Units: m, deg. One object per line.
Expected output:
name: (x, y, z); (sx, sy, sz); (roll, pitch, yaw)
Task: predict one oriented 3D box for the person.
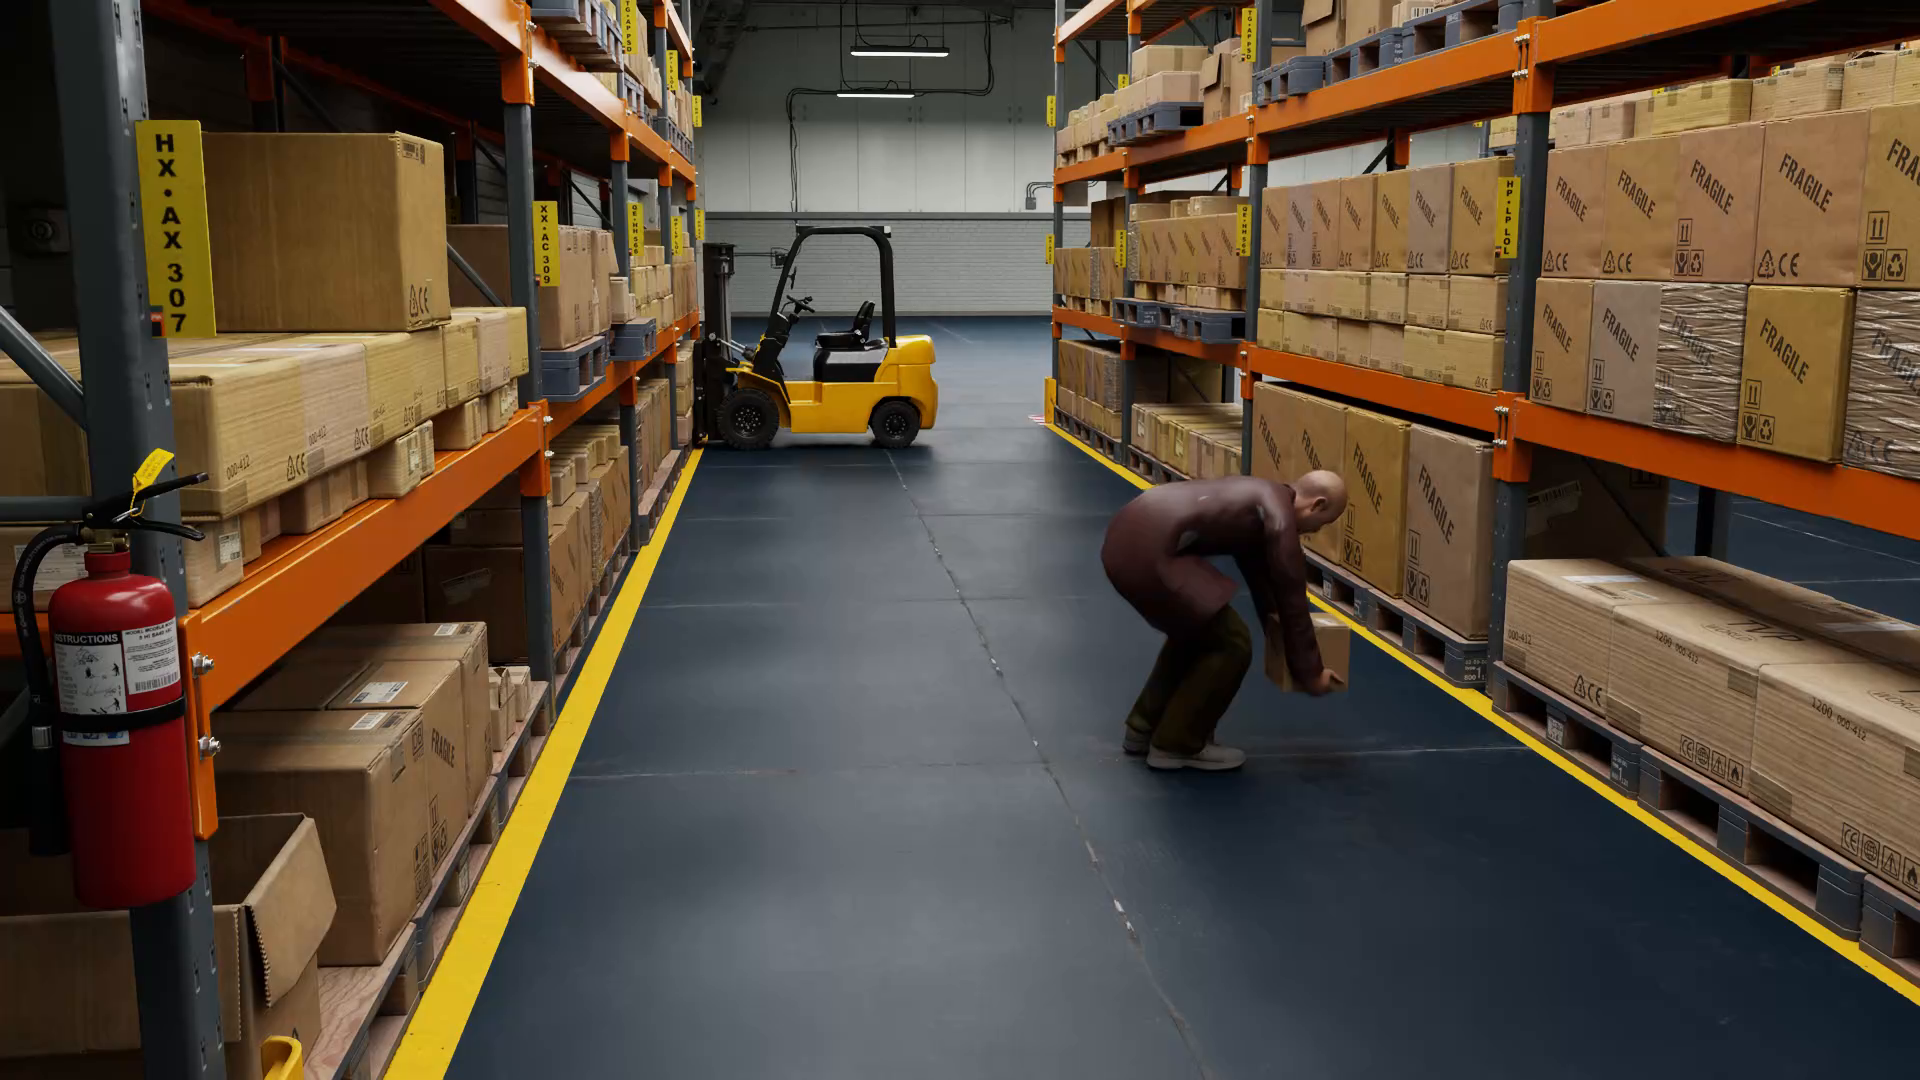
person: (0.994, 0.295, 6.264); (0.941, 1.085, 0.585); (-2, 10, -9)
